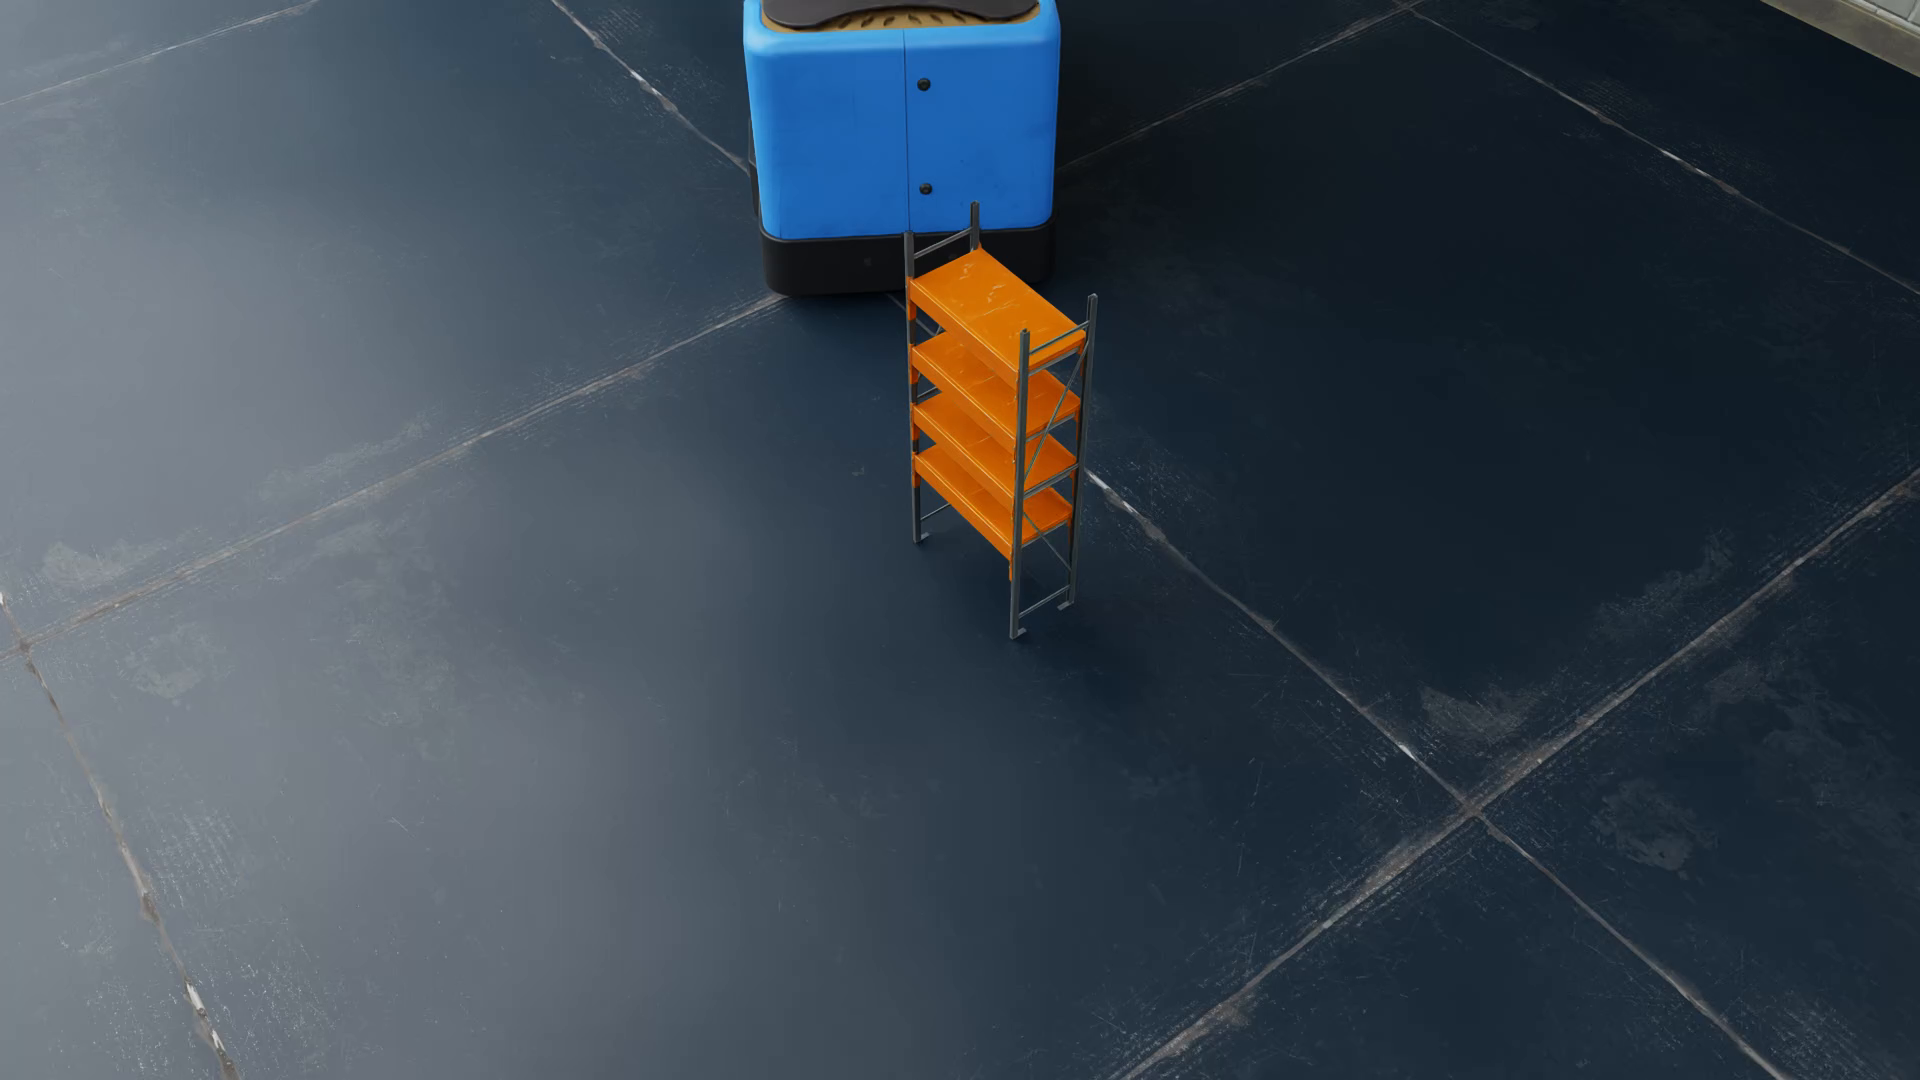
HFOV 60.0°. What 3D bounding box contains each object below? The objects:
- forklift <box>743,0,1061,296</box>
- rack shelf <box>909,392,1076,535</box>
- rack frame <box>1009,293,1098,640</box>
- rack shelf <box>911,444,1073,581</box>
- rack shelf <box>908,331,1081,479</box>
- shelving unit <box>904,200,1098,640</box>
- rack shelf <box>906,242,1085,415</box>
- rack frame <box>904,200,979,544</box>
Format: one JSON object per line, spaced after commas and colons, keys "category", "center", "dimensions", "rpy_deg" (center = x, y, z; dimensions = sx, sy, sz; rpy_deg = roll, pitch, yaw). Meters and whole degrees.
{"category": "forklift", "center": [-0.295, -2.952, 5.948], "dimensions": [1.130, 2.935, 3.031], "rpy_deg": [-3, 48, -3]}
{"category": "rack shelf", "center": [0.100, -0.260, 4.767], "dimensions": [0.258, 0.148, 0.480], "rpy_deg": [-29, 54, -24]}
{"category": "rack frame", "center": [0.248, -0.162, 4.587], "dimensions": [0.240, 1.200, 0.015], "rpy_deg": [-29, 54, -24]}
{"category": "rack shelf", "center": [0.100, -0.127, 4.914], "dimensions": [0.258, 0.148, 0.480], "rpy_deg": [-29, 54, -24]}
{"category": "rack shelf", "center": [0.100, -0.410, 4.601], "dimensions": [0.258, 0.148, 0.480], "rpy_deg": [-29, 54, -24]}
{"category": "shelving unit", "center": [0.100, -0.305, 4.717], "dimensions": [0.258, 1.200, 0.503], "rpy_deg": [-29, 54, -24]}
{"category": "rack shelf", "center": [0.100, -0.569, 4.426], "dimensions": [0.258, 0.148, 0.480], "rpy_deg": [-29, 54, -24]}
{"category": "rack frame", "center": [-0.048, -0.449, 4.847], "dimensions": [0.240, 1.200, 0.015], "rpy_deg": [-29, 54, -24]}
